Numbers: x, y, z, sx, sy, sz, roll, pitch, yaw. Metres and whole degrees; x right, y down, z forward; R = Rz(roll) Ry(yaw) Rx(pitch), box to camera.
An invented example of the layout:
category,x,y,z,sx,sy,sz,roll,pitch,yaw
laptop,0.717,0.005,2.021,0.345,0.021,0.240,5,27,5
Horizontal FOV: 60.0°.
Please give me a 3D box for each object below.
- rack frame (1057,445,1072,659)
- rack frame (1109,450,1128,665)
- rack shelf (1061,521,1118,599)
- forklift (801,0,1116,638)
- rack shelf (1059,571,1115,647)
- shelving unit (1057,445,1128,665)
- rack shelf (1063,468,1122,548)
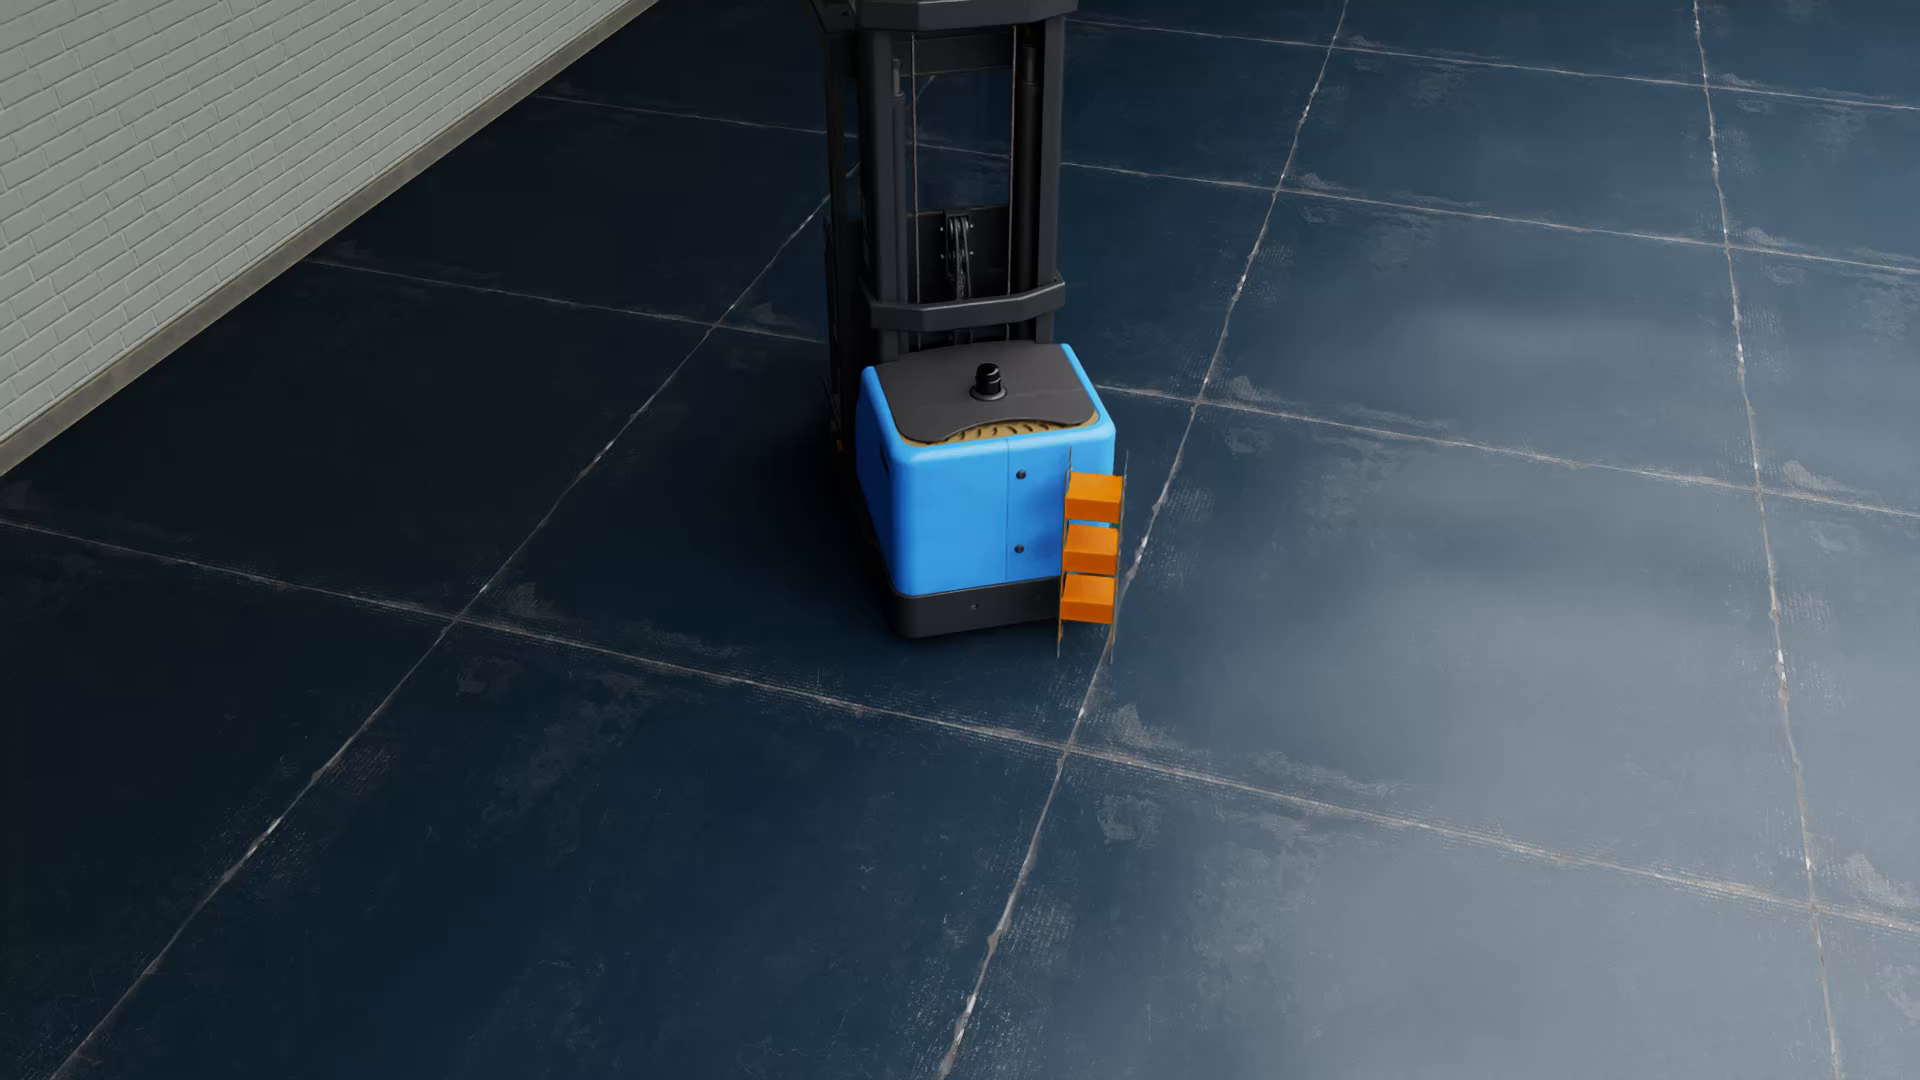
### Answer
category,x,y,z,sx,sy,sz,roll,pitch,yaw
rack frame,0.466,0.069,7.456,0.008,1.050,0.200,6,37,8
rack frame,0.707,0.092,7.424,0.008,1.050,0.200,6,37,8
rack shelf,0.587,0.089,7.446,0.240,0.259,0.215,6,37,8
forklift,-0.122,-1.600,8.137,1.130,2.935,3.031,-8,37,-10
rack shelf,0.587,0.313,7.611,0.240,0.259,0.215,6,37,8
shelving unit,0.587,0.080,7.440,0.252,1.050,0.215,6,37,8
rack shelf,0.587,-0.140,7.278,0.240,0.259,0.215,6,37,8
